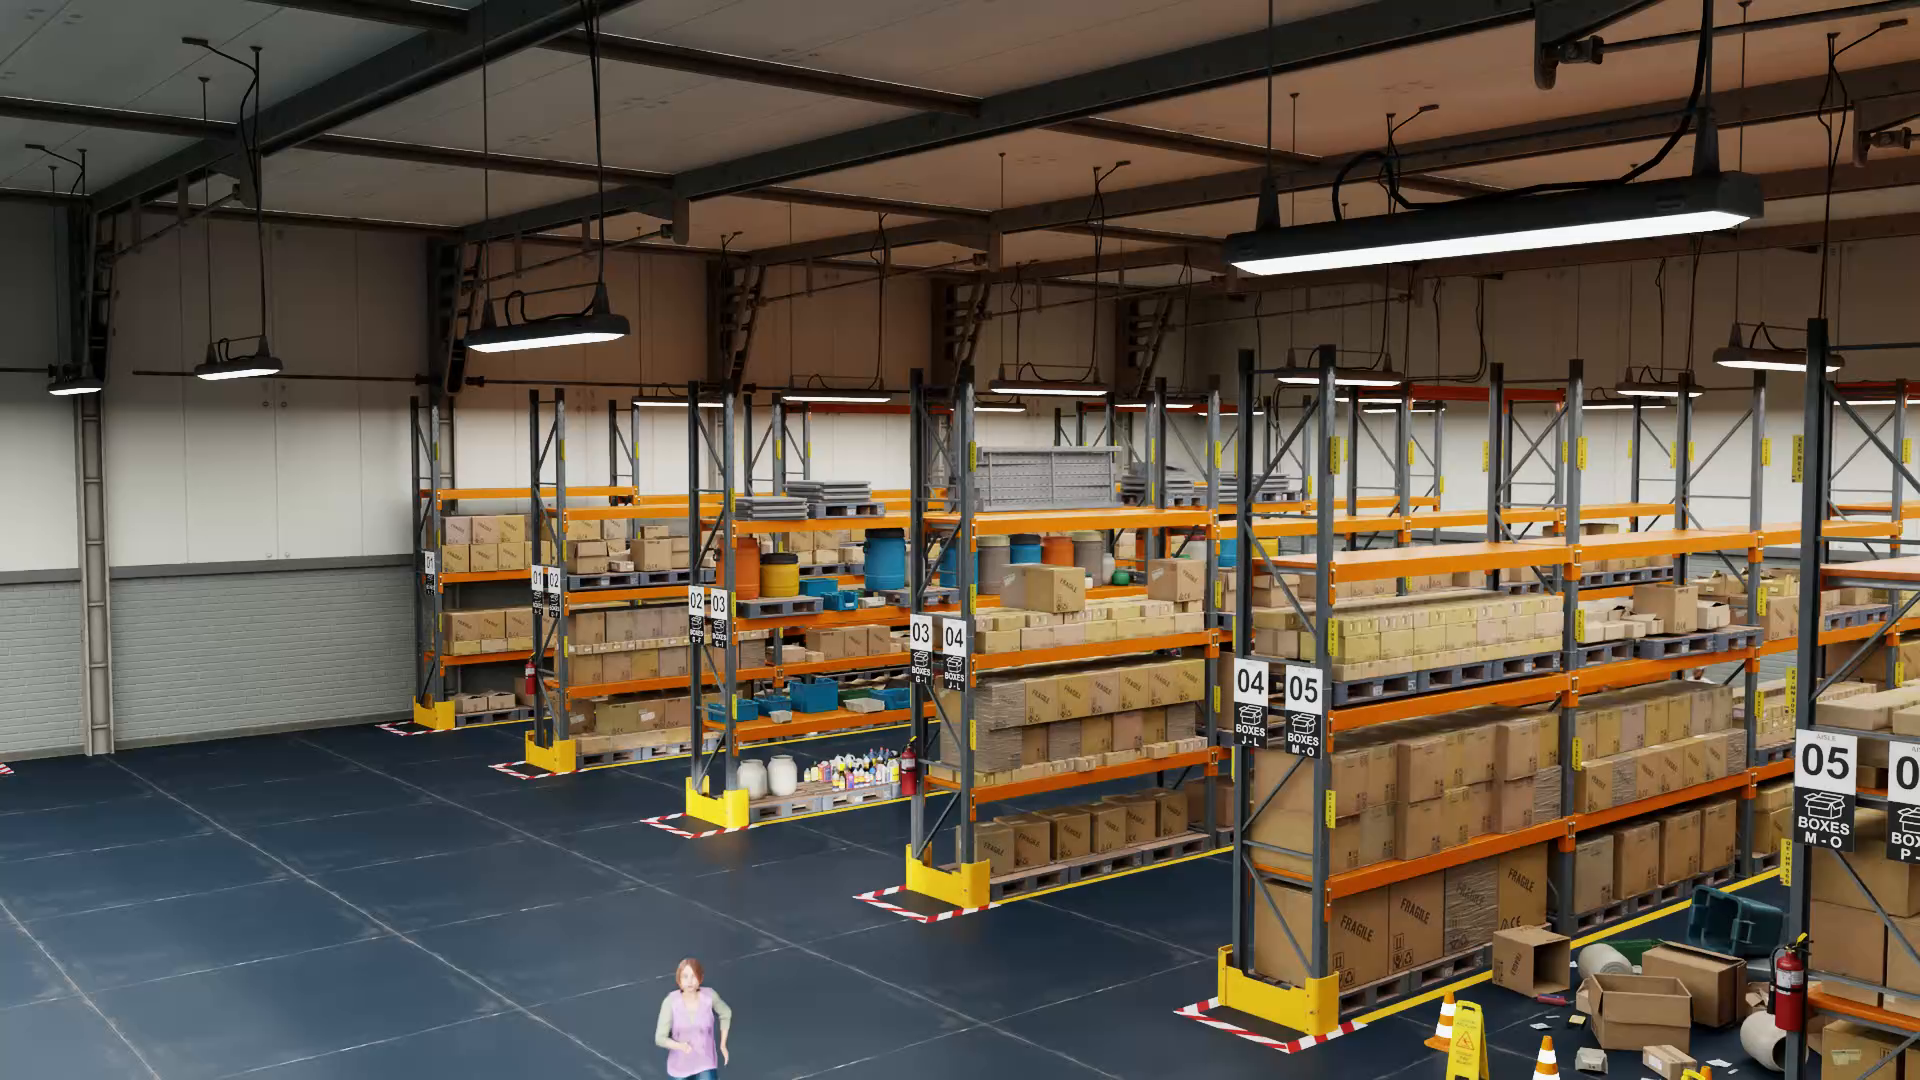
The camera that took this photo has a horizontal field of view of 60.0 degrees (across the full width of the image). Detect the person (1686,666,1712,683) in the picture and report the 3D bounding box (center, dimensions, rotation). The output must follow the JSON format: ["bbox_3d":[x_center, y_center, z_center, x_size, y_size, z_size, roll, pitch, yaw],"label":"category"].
[{"bbox_3d":[11.637,2.766,26.268,0.599,1.678,0.896,3,5,42],"label":"person"}]

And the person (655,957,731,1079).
[{"bbox_3d":[-1.840,3.686,11.479,0.507,1.621,0.682,0,3,-5],"label":"person"}]

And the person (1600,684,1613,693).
[{"bbox_3d":[9.431,2.927,24.369,0.503,1.639,0.703,3,4,37],"label":"person"}]
